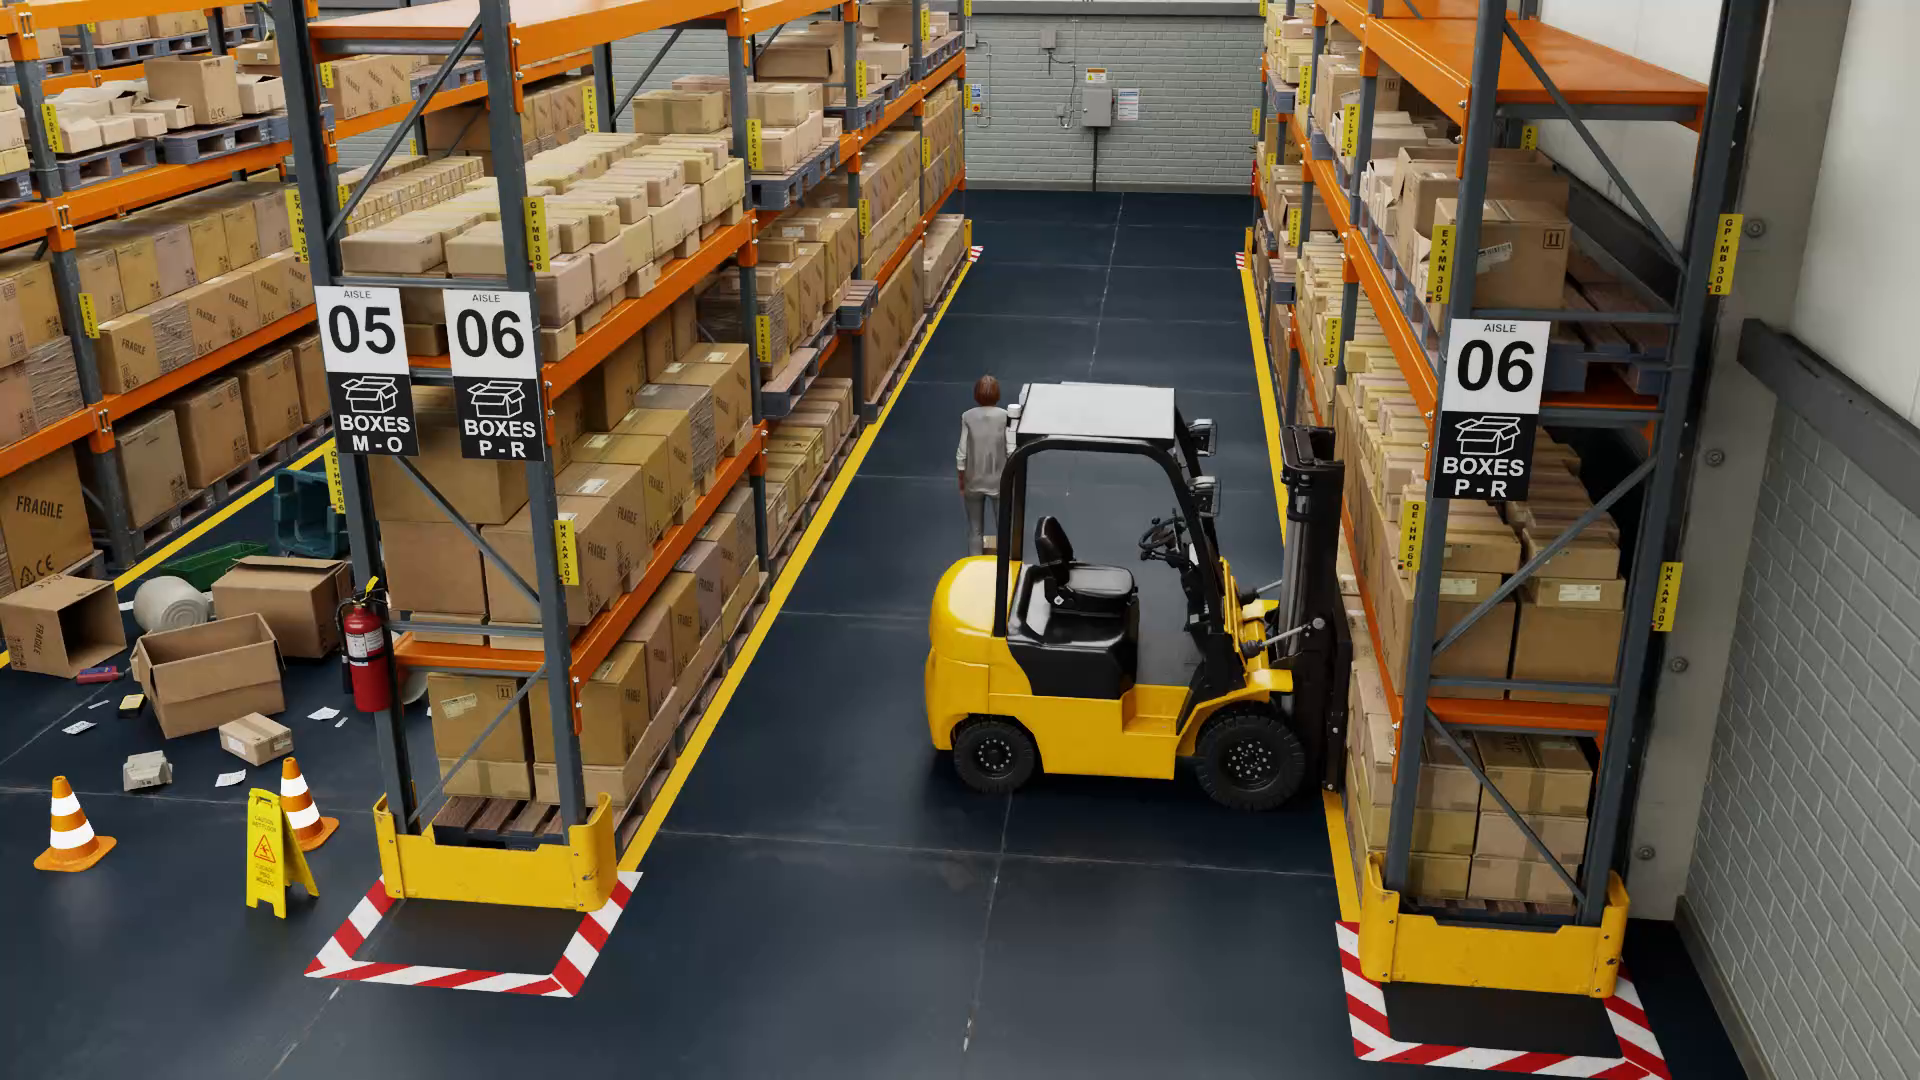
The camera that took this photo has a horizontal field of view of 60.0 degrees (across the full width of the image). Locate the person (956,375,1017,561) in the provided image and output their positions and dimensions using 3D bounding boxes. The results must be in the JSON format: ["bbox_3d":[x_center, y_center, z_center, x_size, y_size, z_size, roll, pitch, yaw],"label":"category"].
[{"bbox_3d":[0.205,-0.406,12.148,0.459,1.581,0.369,3,22,7],"label":"person"}]
